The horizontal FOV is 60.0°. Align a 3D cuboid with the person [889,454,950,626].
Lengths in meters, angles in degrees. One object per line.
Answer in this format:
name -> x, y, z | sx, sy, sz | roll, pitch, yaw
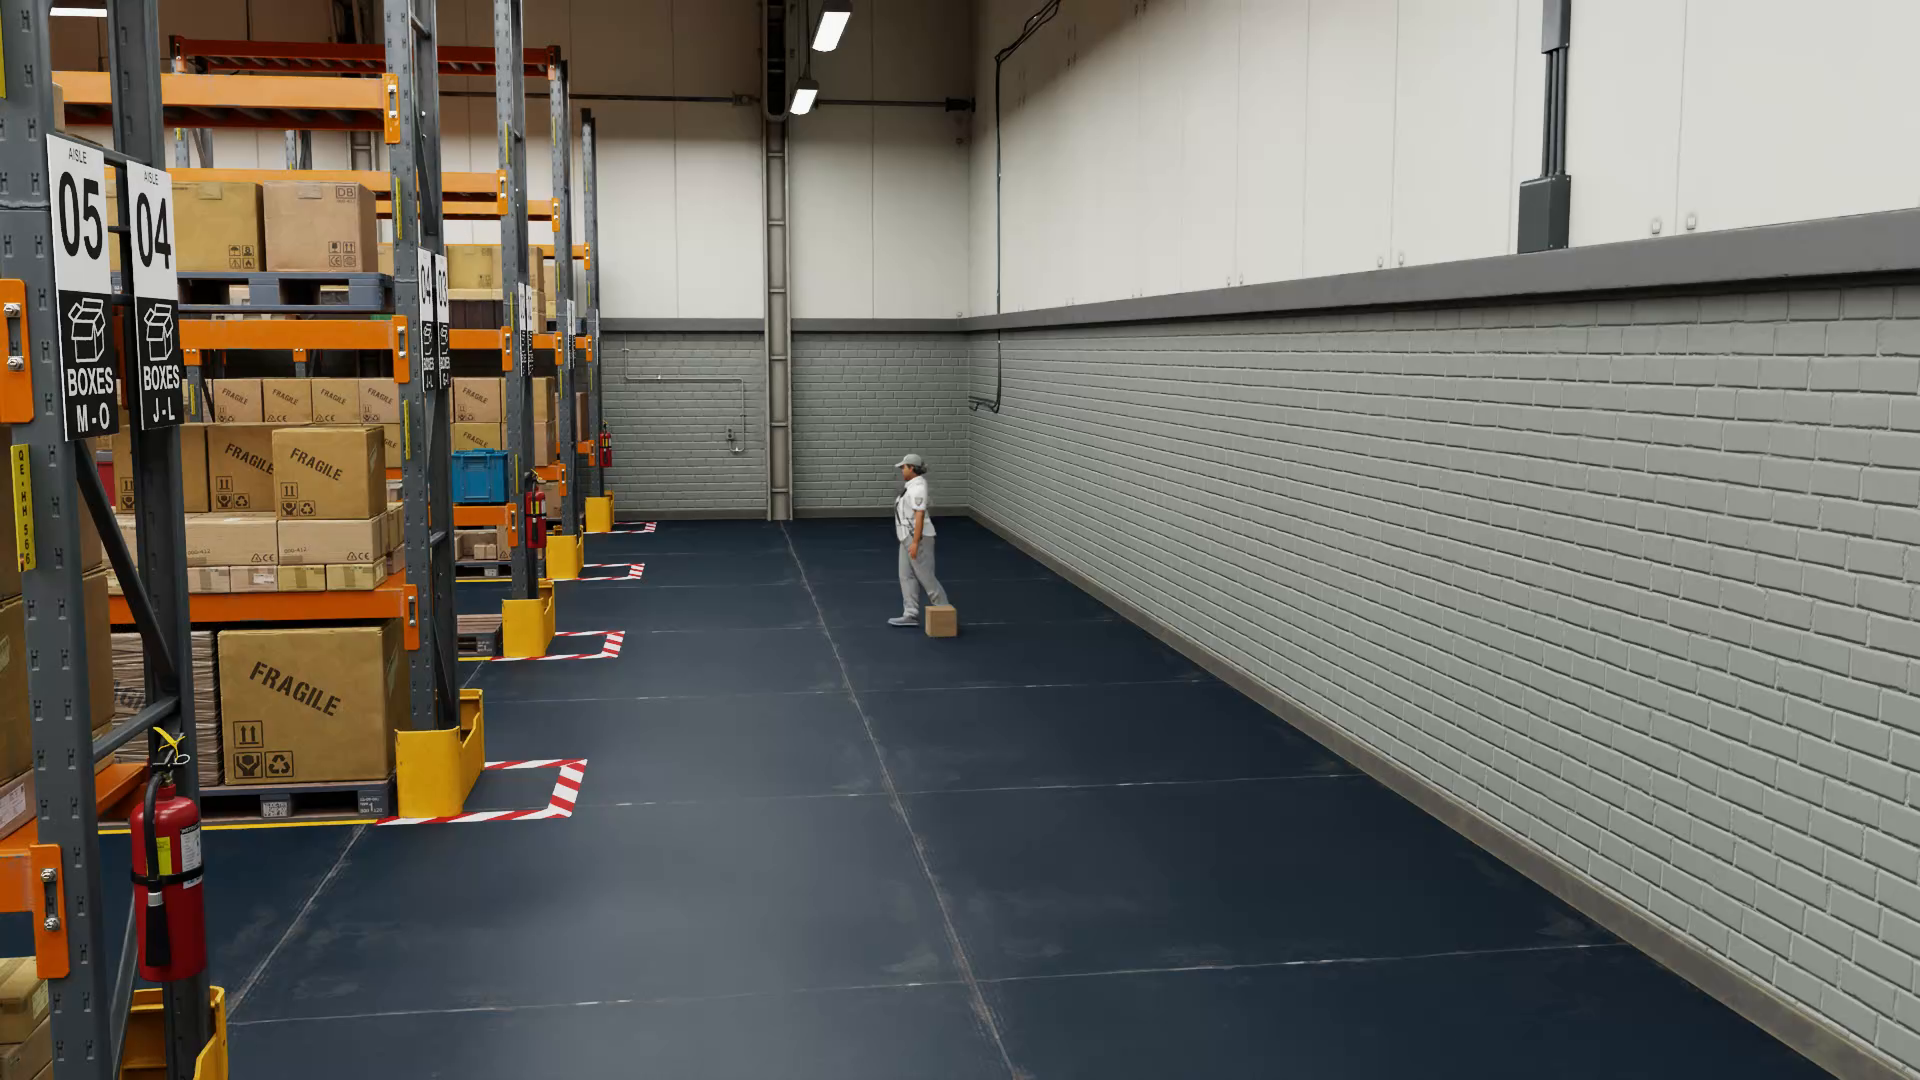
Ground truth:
person -> -0.369, 0.006, 15.774 | 0.596, 1.649, 0.645 | -1, 7, -8
